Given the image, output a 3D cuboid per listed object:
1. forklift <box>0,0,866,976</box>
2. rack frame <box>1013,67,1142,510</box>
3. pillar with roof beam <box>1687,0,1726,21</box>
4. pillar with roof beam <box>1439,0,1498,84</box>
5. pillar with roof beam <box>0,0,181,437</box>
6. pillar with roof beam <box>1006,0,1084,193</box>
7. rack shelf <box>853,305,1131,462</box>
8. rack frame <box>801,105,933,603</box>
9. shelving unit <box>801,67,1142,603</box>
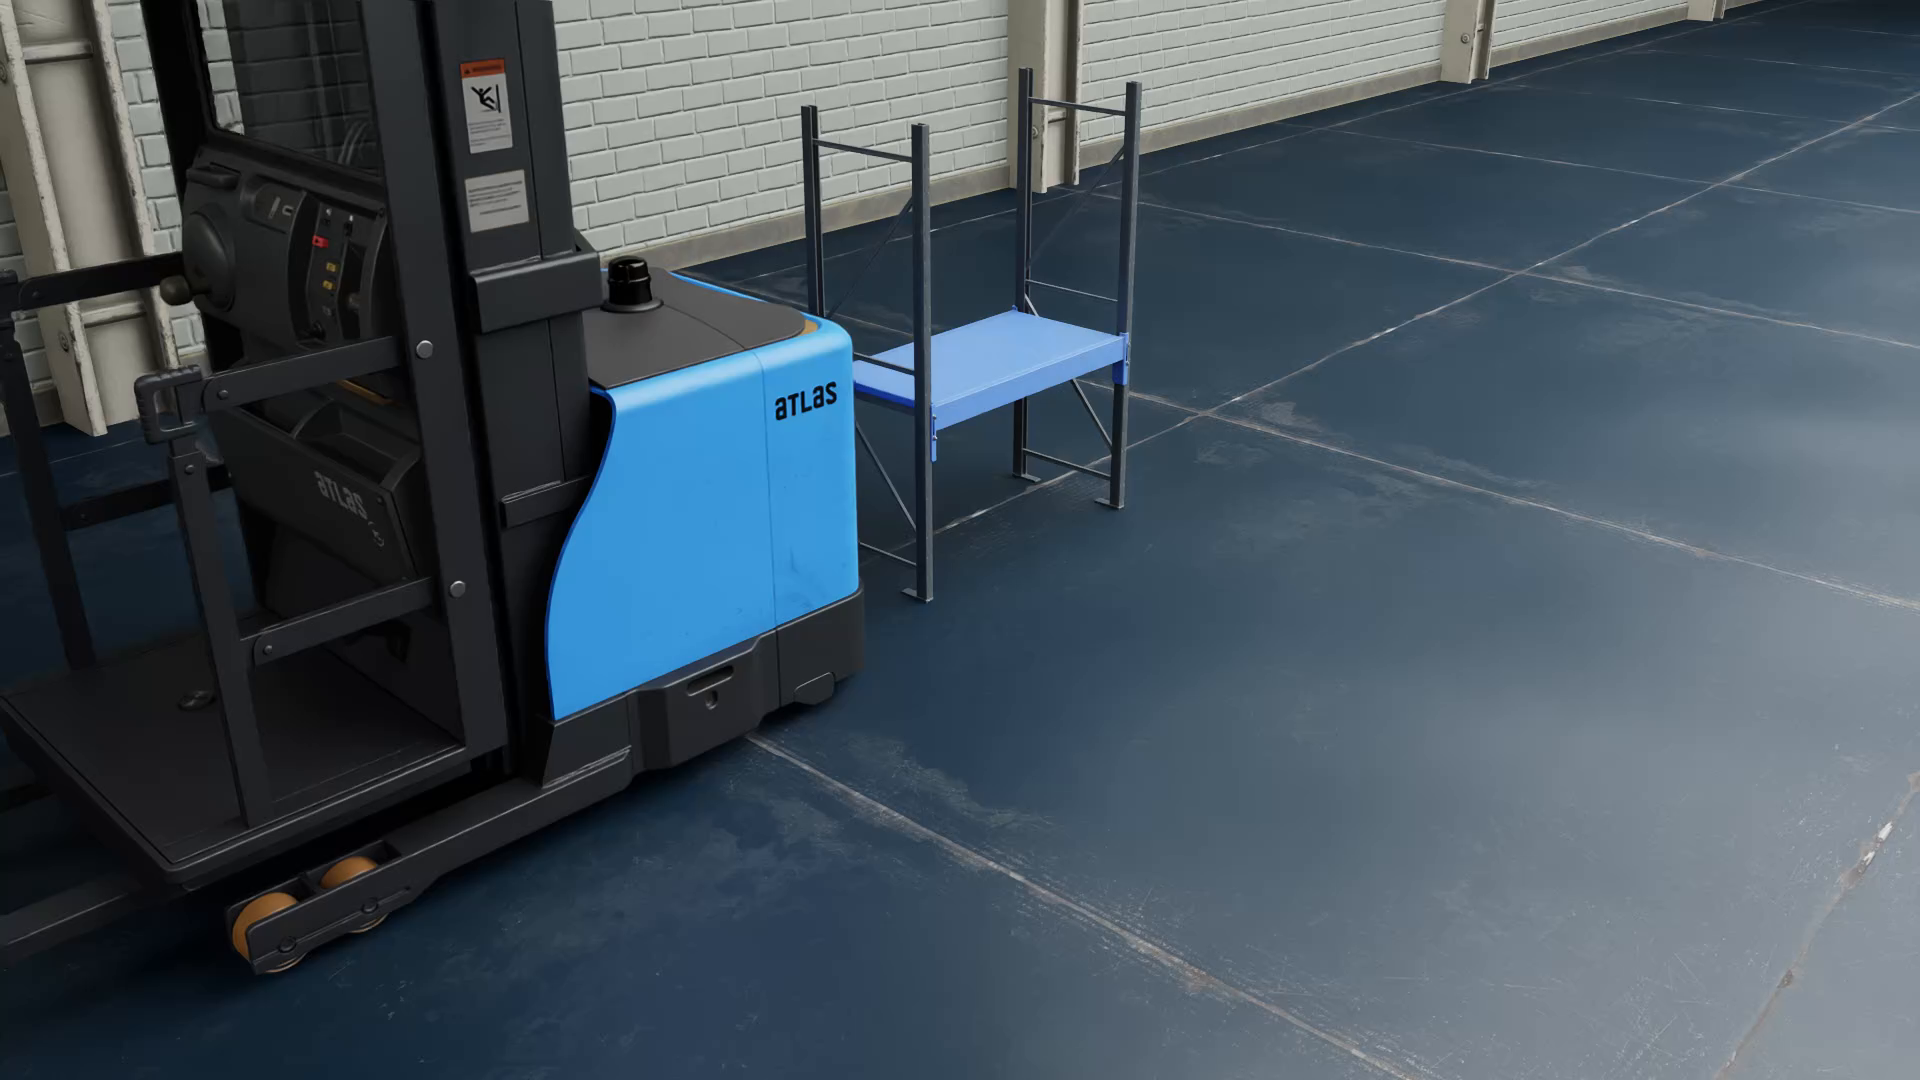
[{"bbox_3d":[-1.660,-0.630,3.572,1.130,2.935,3.031,22,32,40],"label":"forklift"},{"bbox_3d":[0.396,-0.865,5.847,0.500,1.500,0.032,20,31,38],"label":"rack frame"},{"bbox_3d":[11.760,-8.931,14.669,9.100,9.000,0.400,20,31,38],"label":"pillar with roof beam"},{"bbox_3d":[7.755,-7.102,10.592,9.100,9.000,0.400,20,31,38],"label":"pillar with roof beam"},{"bbox_3d":[-0.254,-3.446,2.438,9.100,9.000,0.400,20,31,38],"label":"pillar with roof beam"},{"bbox_3d":[3.751,-5.274,6.515,9.100,9.000,0.400,20,31,38],"label":"pillar with roof beam"},{"bbox_3d":[0.057,-0.546,5.575,0.538,0.185,1.000,20,31,38],"label":"rack shelf"},{"bbox_3d":[-0.282,-0.555,5.156,0.500,1.500,0.032,20,31,38],"label":"rack frame"},{"bbox_3d":[0.057,-0.710,5.501,0.538,1.500,1.048,20,31,38],"label":"shelving unit"}]
